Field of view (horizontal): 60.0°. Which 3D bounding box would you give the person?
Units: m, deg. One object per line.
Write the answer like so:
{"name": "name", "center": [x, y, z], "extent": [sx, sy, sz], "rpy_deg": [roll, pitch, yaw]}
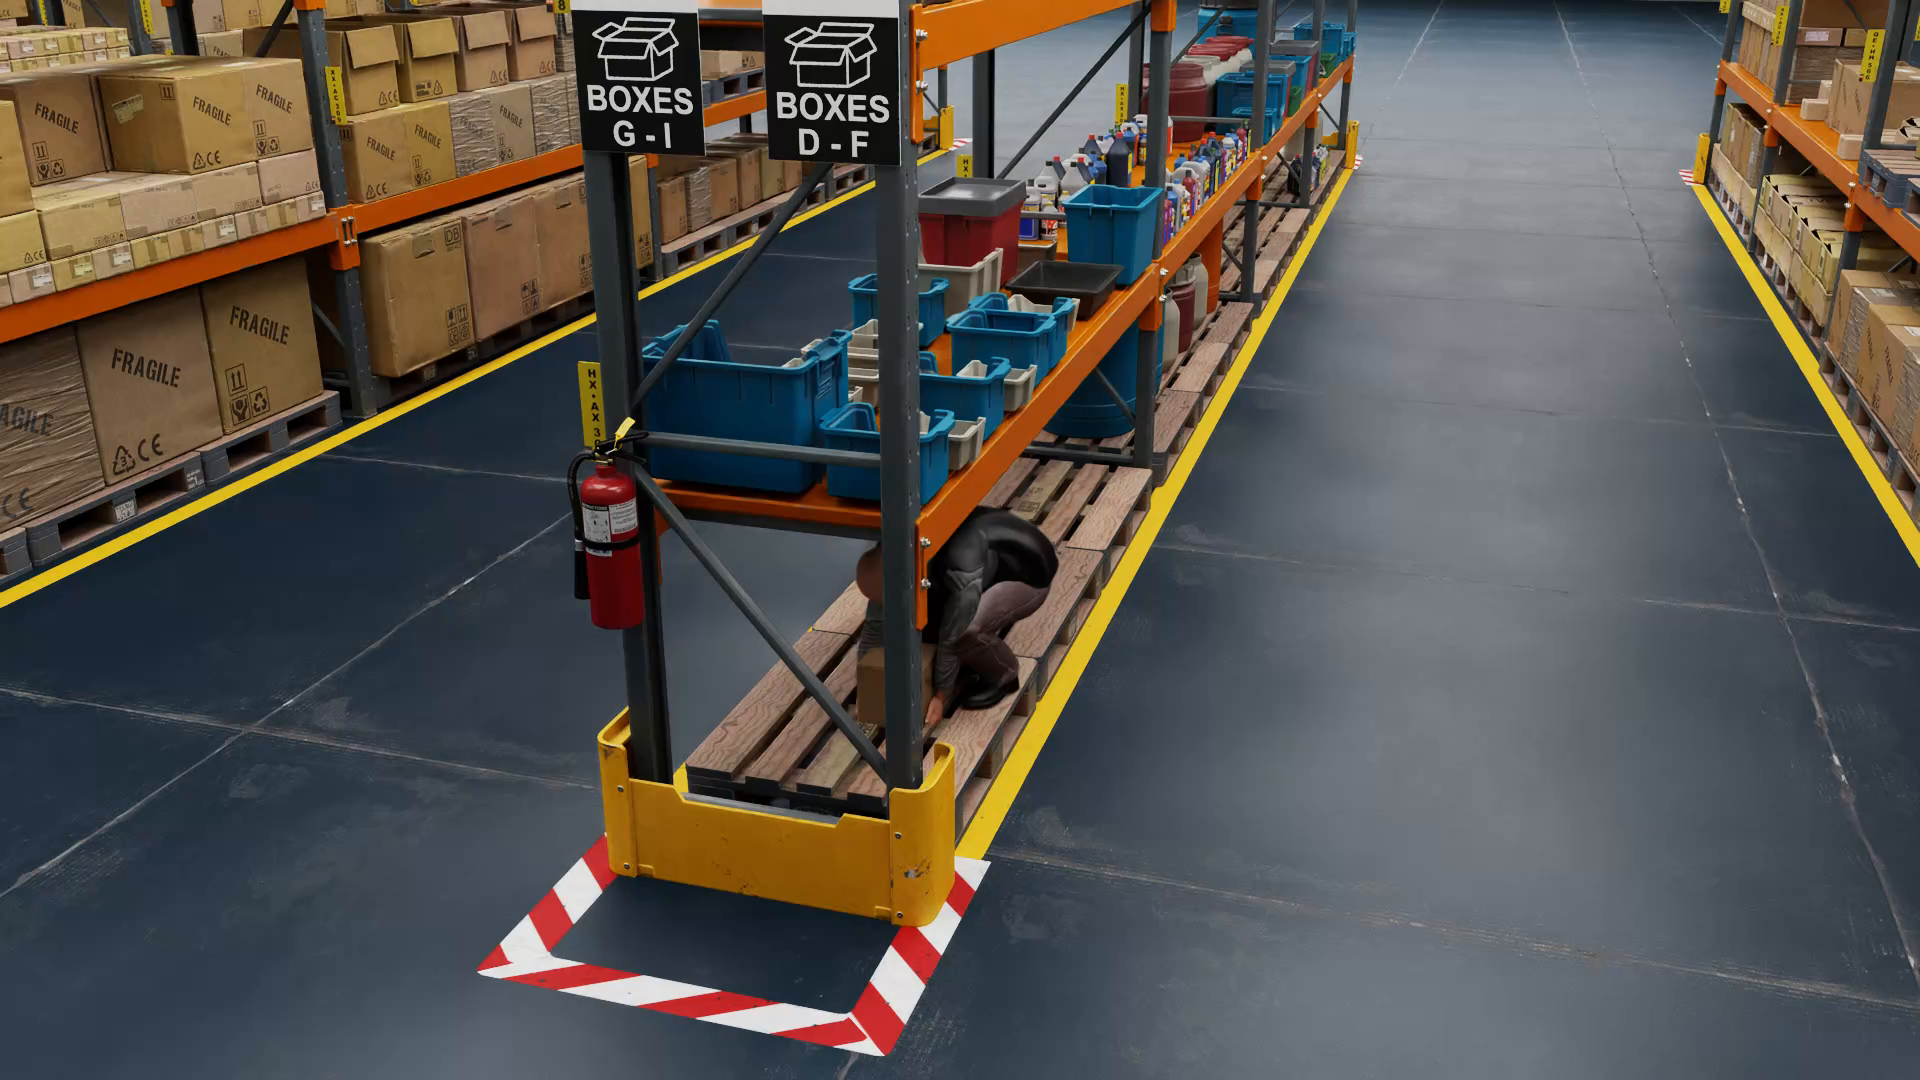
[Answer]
{"name": "person", "center": [-0.036, 0.278, 6.304], "extent": [0.926, 0.814, 0.502], "rpy_deg": [-18, 28, -39]}
